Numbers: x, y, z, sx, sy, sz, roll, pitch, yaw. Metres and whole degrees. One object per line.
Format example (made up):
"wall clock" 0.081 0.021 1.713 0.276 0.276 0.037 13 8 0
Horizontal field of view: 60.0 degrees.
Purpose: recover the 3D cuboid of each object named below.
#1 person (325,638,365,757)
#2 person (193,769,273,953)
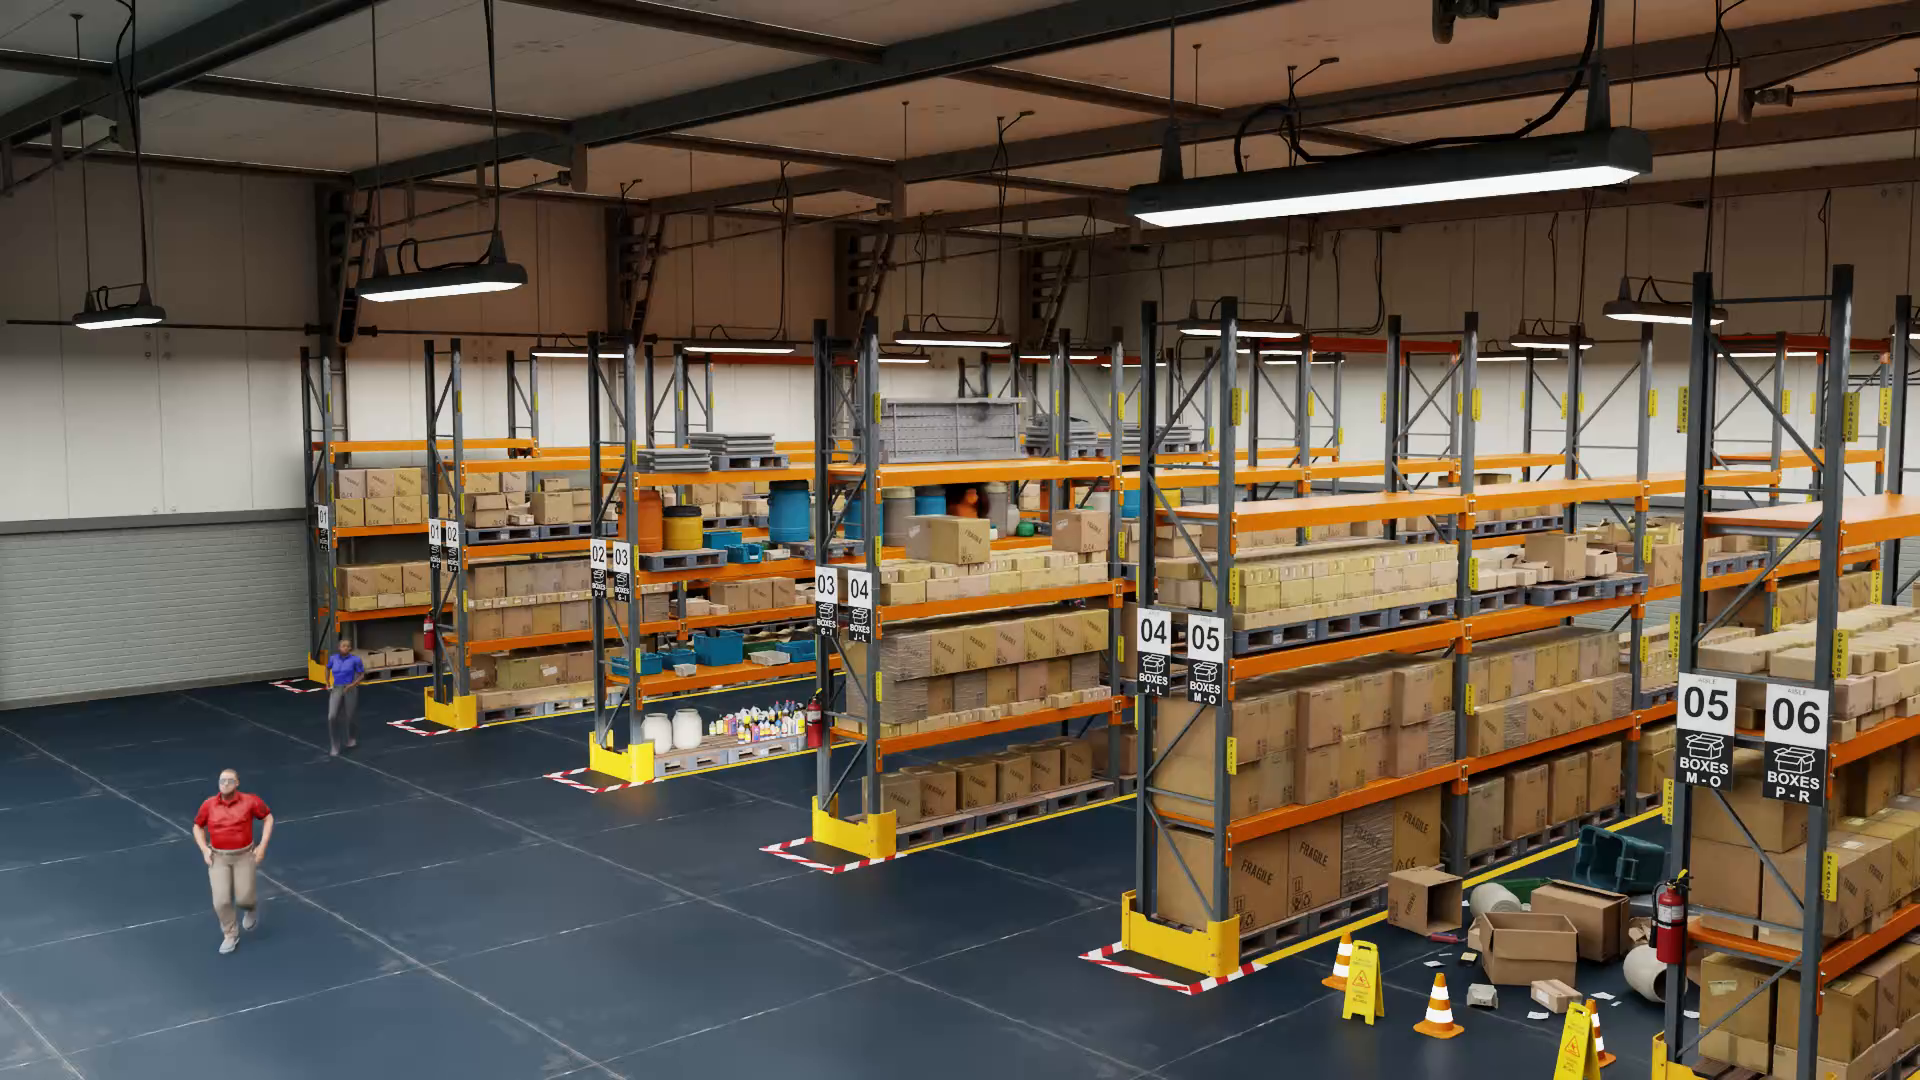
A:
"person" -8.876 2.256 23.997 0.581 1.684 0.700 -1 5 -10
"person" -6.794 2.966 15.563 0.695 1.678 0.591 -1 5 -16
